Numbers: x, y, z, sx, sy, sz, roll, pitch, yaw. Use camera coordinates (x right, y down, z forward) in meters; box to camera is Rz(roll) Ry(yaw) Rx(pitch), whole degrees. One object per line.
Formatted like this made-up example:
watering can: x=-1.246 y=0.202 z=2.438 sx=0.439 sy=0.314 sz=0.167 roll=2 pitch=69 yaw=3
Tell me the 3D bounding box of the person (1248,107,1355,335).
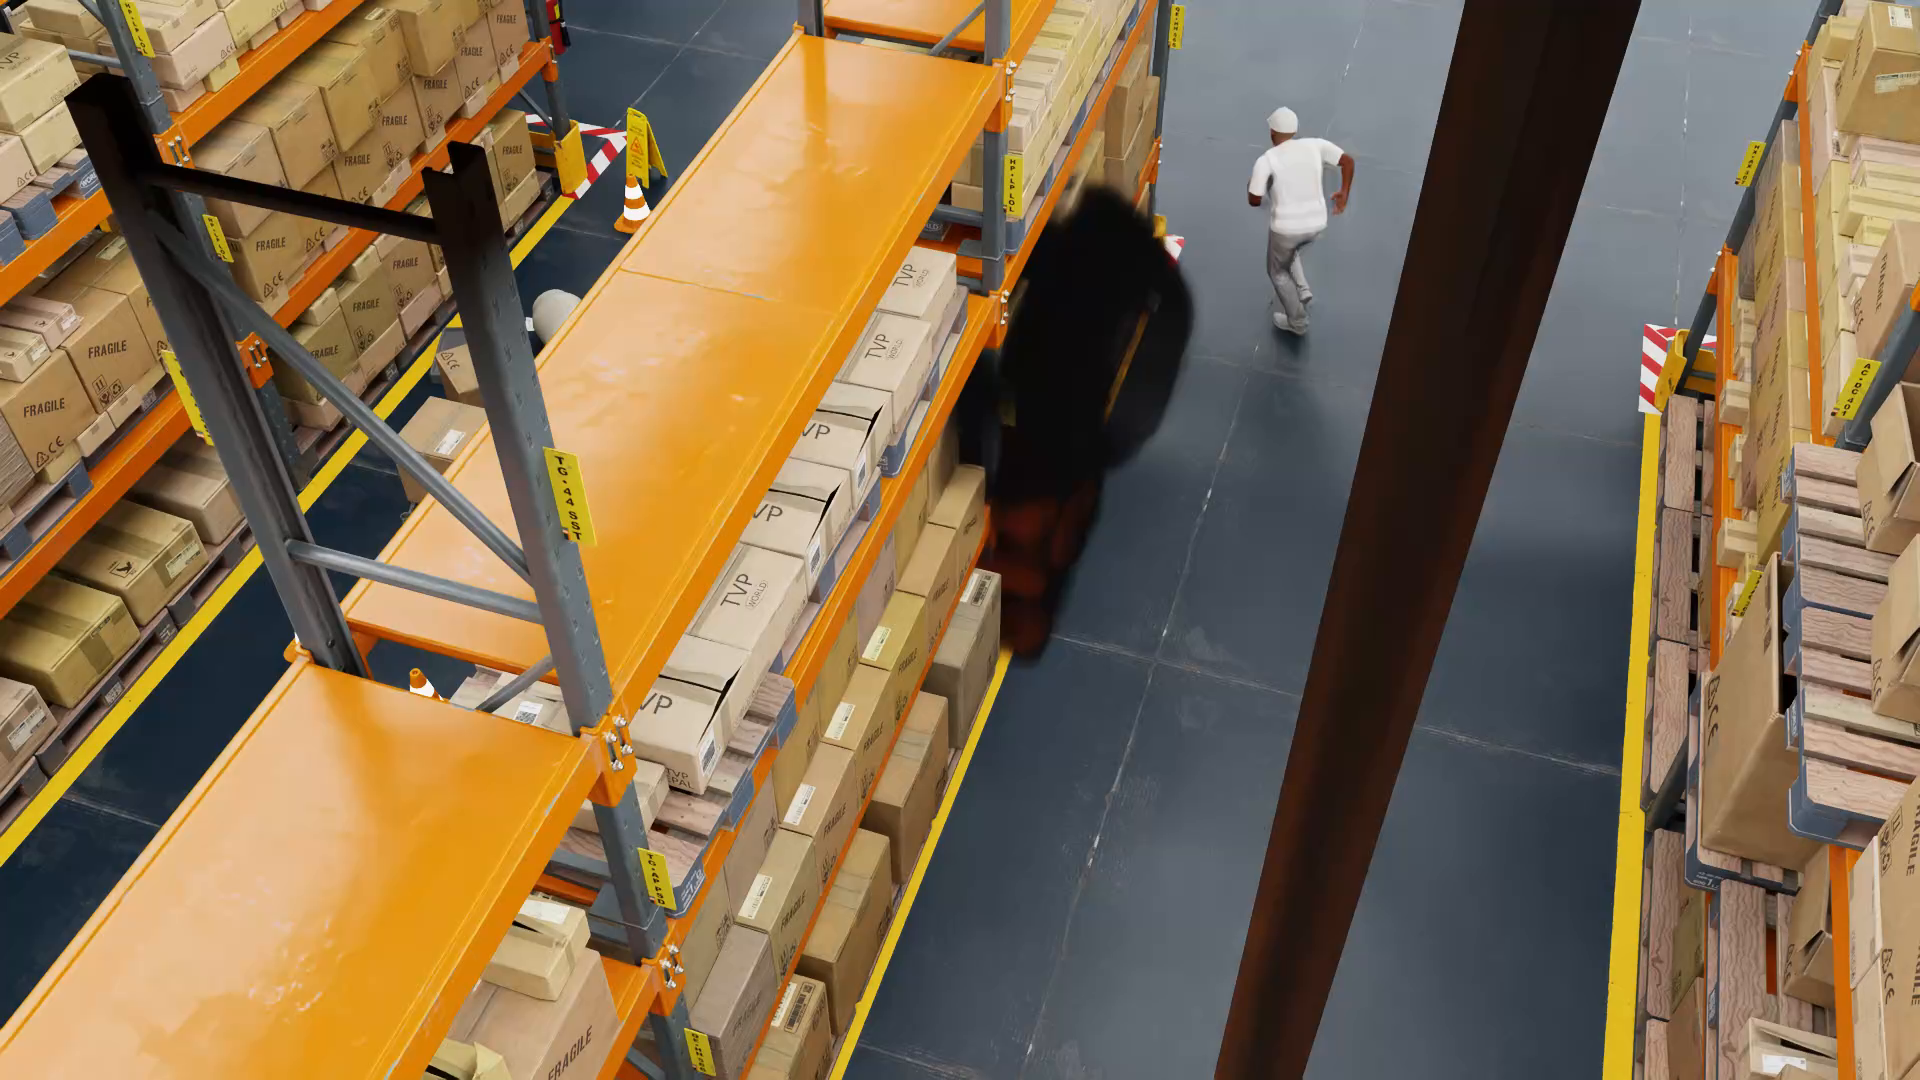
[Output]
person: x=2.477 y=-2.381 z=12.328 sx=0.737 sy=1.576 sz=0.847 roll=-17 pitch=48 yaw=-16
